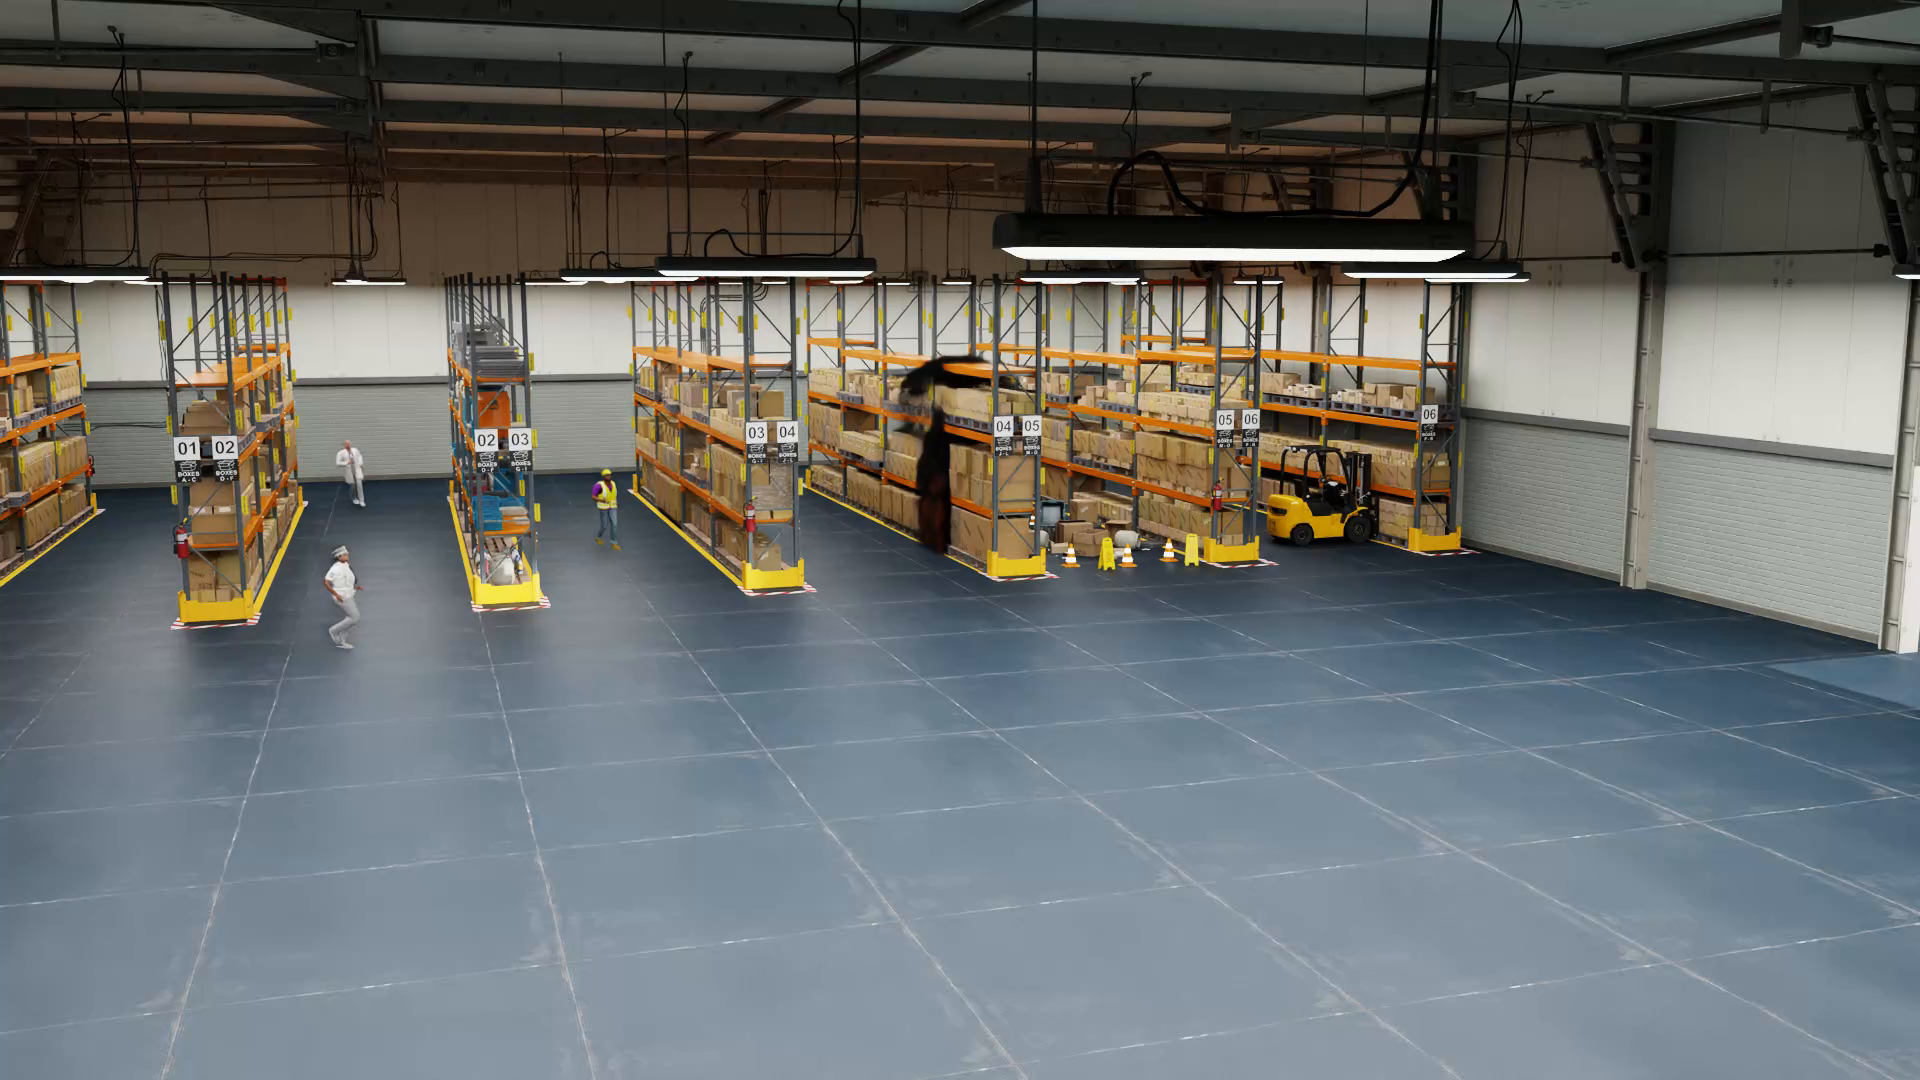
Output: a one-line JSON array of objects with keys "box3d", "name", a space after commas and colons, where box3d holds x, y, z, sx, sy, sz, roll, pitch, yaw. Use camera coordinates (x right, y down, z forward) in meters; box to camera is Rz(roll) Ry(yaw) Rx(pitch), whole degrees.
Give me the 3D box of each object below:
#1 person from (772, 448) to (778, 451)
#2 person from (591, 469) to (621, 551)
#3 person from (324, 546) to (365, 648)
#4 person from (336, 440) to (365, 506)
[{"box3d": [-5.460, -2.300, 47.907, 0.643, 1.618, 0.496, 2, 9, 15], "name": "person"}, {"box3d": [-7.814, -0.684, 36.730, 0.695, 1.776, 0.908, -7, 11, -37], "name": "person"}, {"box3d": [-9.800, 0.915, 26.569, 0.550, 1.661, 0.568, 0, 9, -1], "name": "person"}, {"box3d": [-15.998, -1.755, 43.687, 0.717, 1.752, 1.060, -6, 10, -33], "name": "person"}]
